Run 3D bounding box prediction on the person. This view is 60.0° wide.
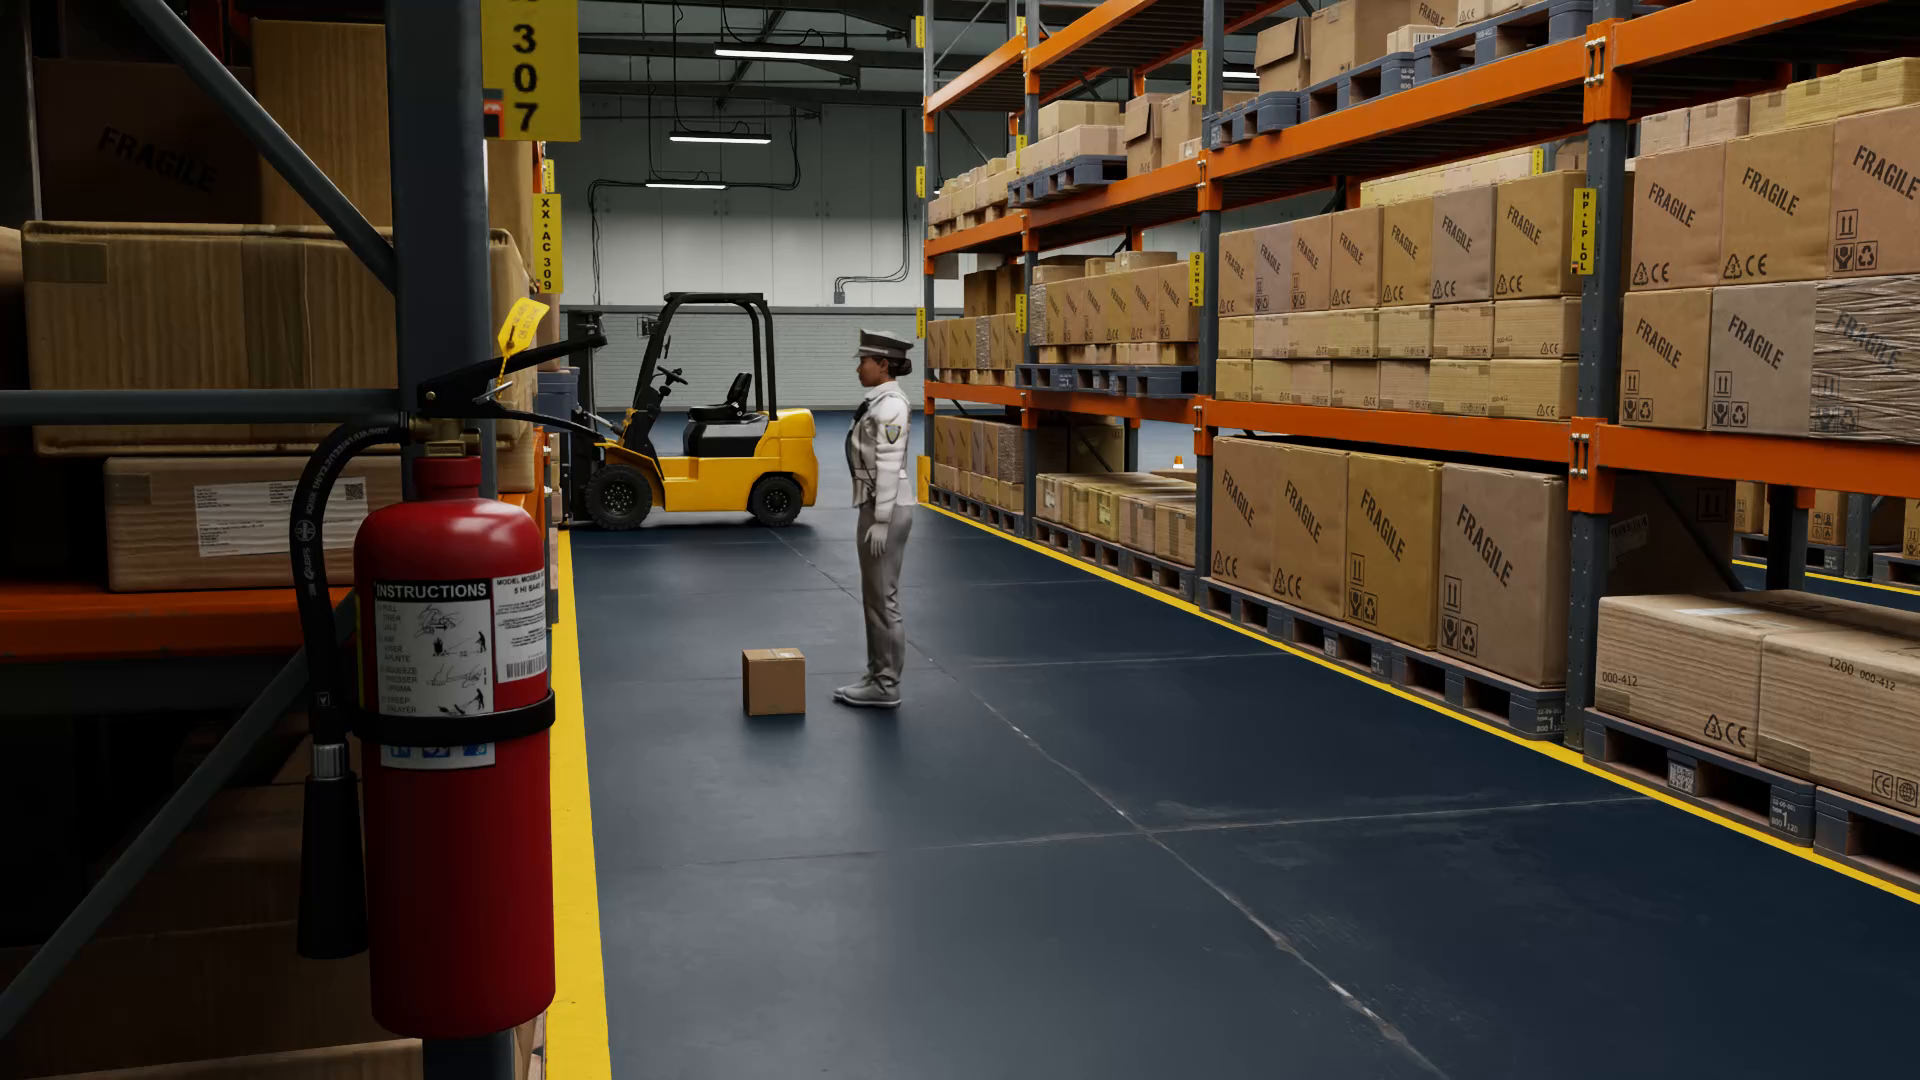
[{"bbox_3d":[2.183,-0.709,10.670,5.894,2.202,6.601,0,6,-5],"label":"person"}]
